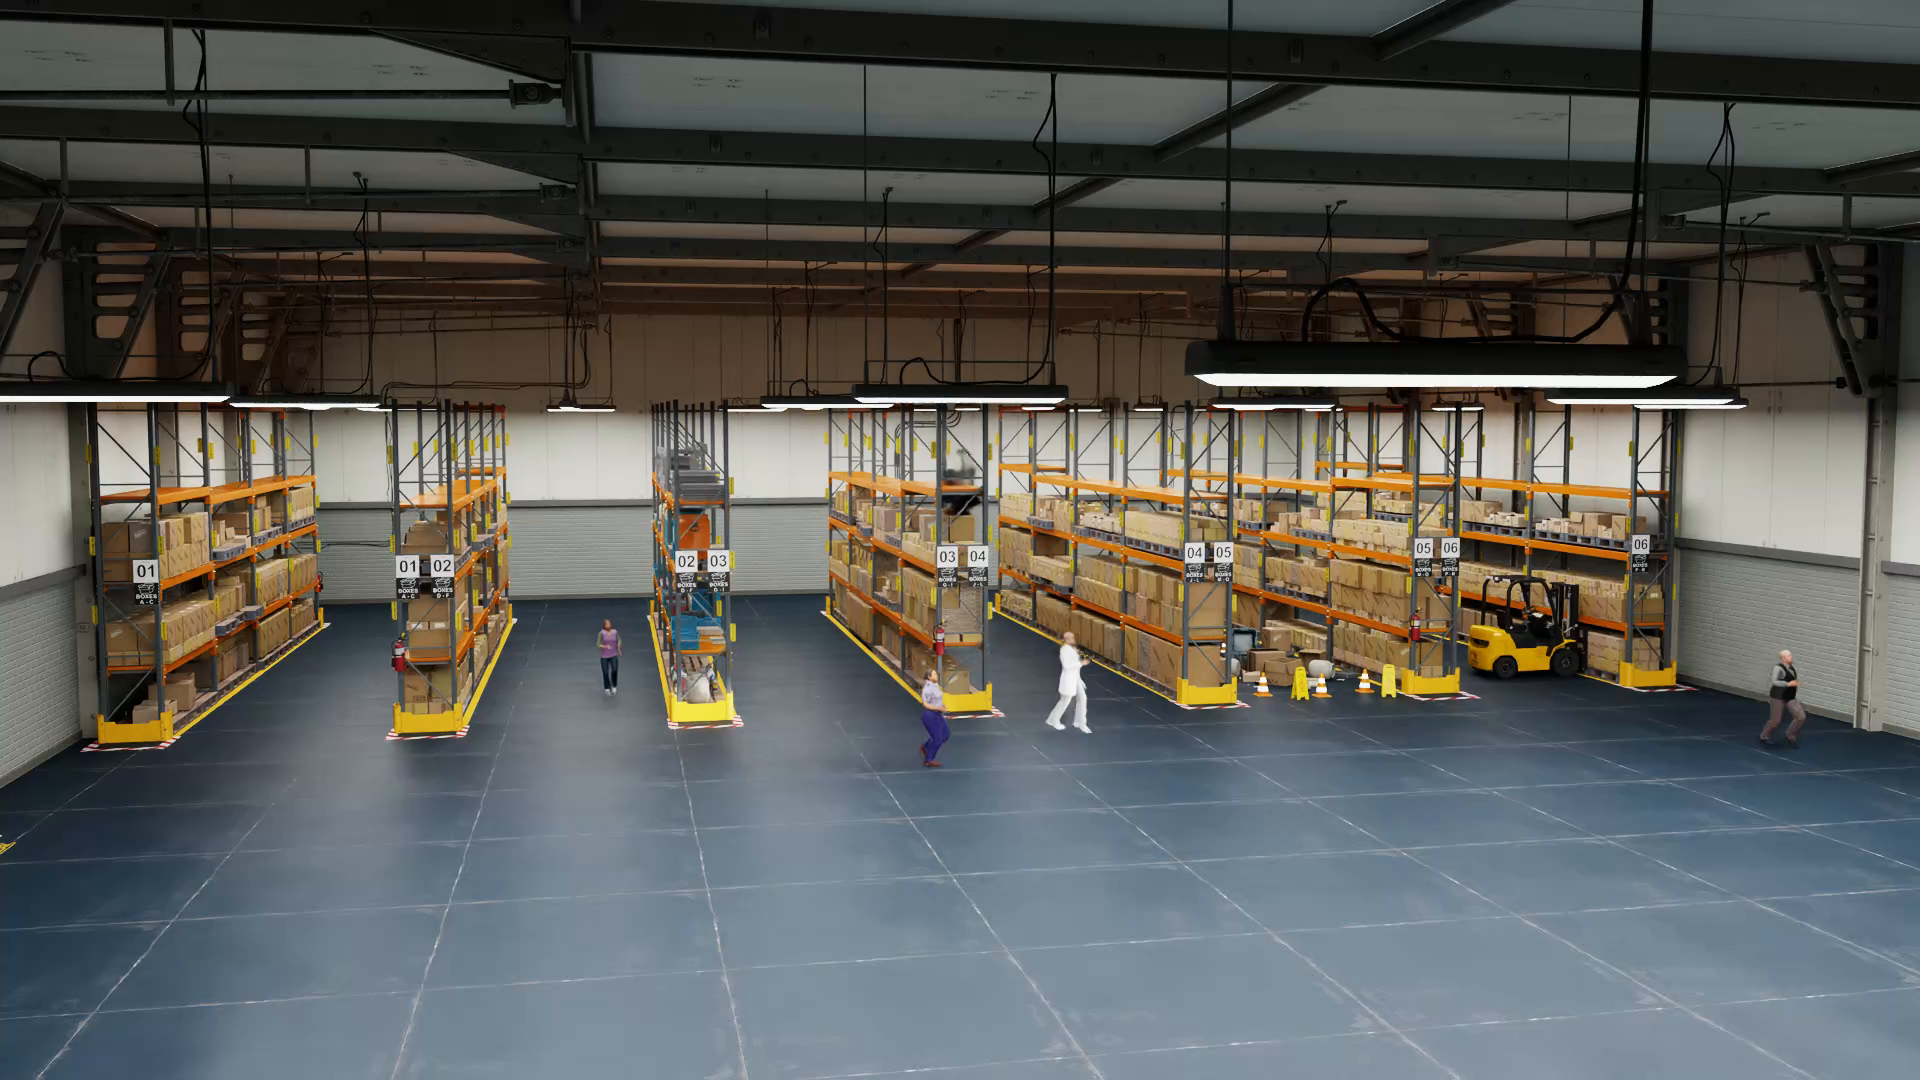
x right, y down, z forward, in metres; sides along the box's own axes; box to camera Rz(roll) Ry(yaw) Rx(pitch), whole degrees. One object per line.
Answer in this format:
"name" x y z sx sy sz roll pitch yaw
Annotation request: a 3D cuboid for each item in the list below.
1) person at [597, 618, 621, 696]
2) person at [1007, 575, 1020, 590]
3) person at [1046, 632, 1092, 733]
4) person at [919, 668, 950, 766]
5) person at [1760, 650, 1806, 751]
"person" -7.105 2.386 33.724 0.510 1.564 0.644 -1 5 -17
"person" 1.698 1.148 49.860 0.749 1.682 0.658 1 5 18
"person" 1.961 2.567 29.947 0.833 1.835 0.689 2 5 23
"person" -0.427 2.881 27.093 0.565 1.598 0.601 1 4 14
"person" 14.030 2.738 28.395 0.640 1.743 0.777 -2 5 -26
